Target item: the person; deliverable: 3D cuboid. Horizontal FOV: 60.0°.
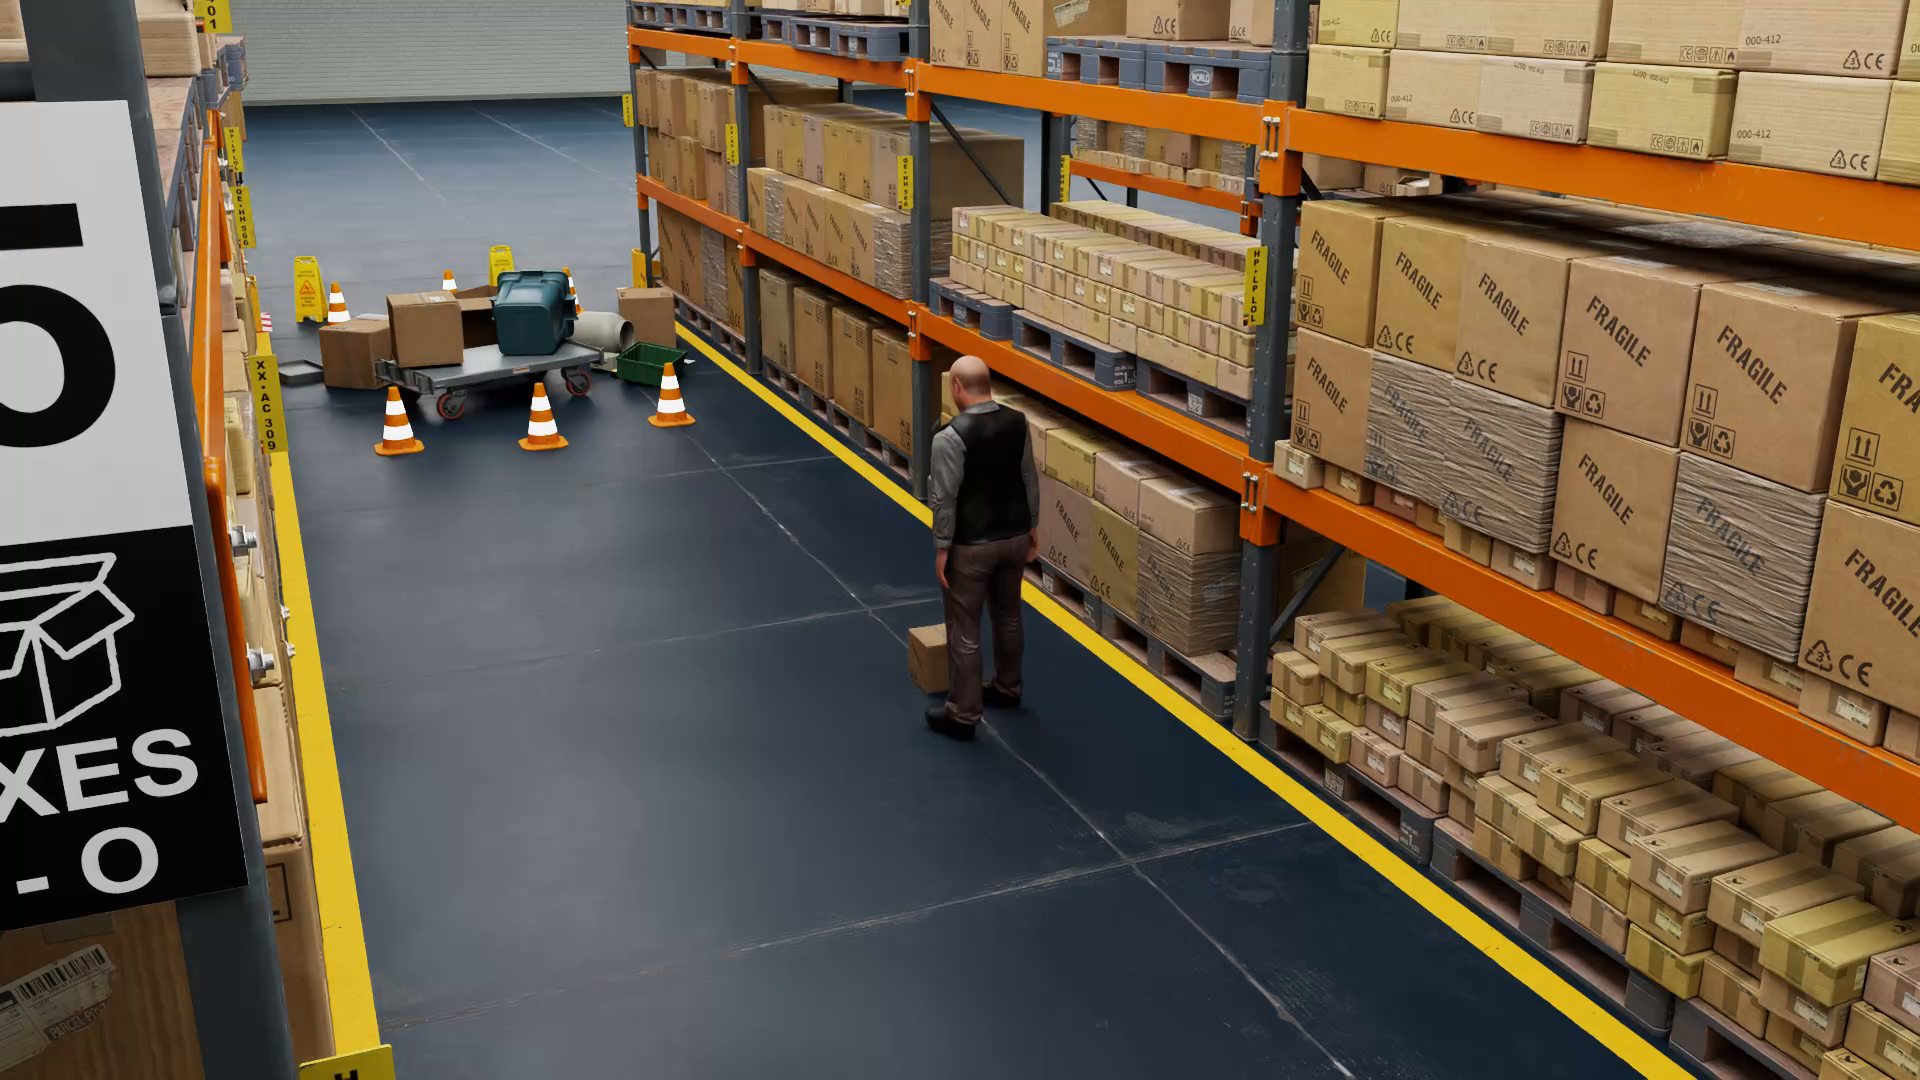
[{"bbox_3d":[0.072,0.013,7.522,0.582,1.706,0.463,-13,23,-34],"label":"person"}]
